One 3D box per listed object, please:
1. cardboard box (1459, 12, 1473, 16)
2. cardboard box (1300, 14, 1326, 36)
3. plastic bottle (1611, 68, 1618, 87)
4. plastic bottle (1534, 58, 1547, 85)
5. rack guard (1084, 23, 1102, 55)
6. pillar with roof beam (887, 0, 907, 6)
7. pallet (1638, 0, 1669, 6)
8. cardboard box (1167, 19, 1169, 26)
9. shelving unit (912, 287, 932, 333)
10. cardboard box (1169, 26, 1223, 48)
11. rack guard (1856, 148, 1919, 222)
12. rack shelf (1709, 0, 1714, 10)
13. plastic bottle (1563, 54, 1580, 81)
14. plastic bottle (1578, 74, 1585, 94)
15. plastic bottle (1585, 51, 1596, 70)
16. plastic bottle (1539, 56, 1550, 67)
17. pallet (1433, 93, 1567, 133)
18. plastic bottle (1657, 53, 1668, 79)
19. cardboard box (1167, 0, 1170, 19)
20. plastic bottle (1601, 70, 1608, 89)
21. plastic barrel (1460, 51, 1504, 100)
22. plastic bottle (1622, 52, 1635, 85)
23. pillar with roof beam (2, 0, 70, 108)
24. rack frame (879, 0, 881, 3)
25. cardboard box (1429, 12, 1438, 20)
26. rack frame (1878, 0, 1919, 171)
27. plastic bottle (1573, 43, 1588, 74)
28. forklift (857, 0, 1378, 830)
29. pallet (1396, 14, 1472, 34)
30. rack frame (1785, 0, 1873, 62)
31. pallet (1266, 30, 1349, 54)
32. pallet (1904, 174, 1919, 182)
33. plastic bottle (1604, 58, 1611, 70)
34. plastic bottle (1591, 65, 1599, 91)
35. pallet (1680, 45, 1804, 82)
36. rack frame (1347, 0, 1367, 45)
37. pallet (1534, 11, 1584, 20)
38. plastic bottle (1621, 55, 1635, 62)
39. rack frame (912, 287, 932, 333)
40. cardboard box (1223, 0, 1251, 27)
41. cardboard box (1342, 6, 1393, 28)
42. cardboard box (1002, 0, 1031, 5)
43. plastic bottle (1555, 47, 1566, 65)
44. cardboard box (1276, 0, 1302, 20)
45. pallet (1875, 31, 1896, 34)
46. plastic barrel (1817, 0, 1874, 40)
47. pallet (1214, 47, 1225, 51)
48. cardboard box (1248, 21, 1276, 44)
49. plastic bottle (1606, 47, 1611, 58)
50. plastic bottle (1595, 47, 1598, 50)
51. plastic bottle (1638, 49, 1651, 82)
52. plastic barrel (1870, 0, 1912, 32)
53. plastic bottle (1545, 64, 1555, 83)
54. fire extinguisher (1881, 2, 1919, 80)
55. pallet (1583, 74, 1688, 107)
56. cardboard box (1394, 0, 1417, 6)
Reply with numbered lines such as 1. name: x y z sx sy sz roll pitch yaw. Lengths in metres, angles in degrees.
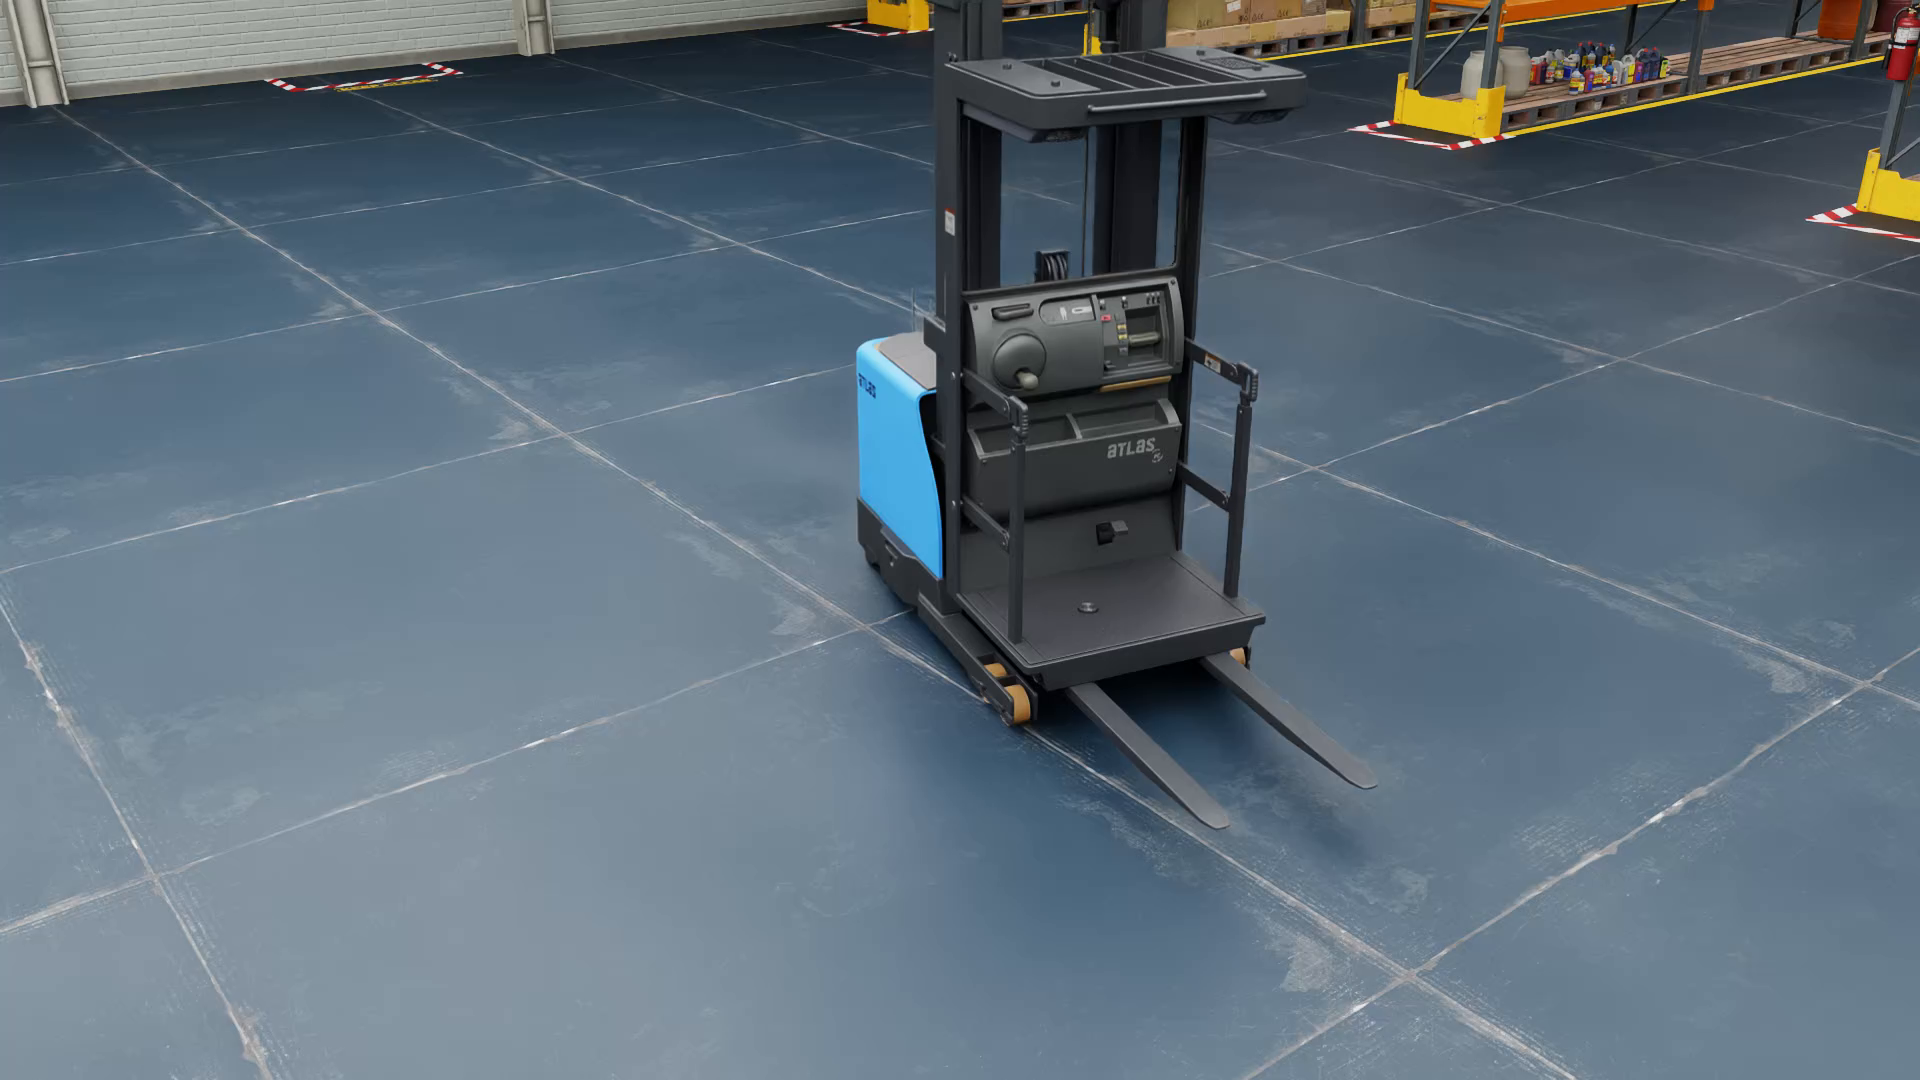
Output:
1. cardboard box: 7.309 -7.885 24.444 0.500 0.250 0.500 -17 30 -33
2. cardboard box: 4.596 -7.009 22.556 0.500 0.250 0.500 -18 31 -34
3. plastic bottle: 7.339 -5.196 18.684 0.097 0.201 0.097 0 25 0
4. plastic bottle: 6.587 -5.315 18.843 0.133 0.283 0.061 -18 31 -34
5. rack guard: 2.059 -6.206 21.028 0.348 0.500 1.175 -18 31 -34
6. pillar with roof beam: 1.692 -10.749 20.722 0.400 9.000 9.100 -18 31 -34
7. pallet: 10.904 -8.974 27.336 1.213 0.211 1.003 -18 31 -34
8. cardboard box: 2.703 -6.660 21.805 0.500 0.250 0.500 -18 31 -34
9. shelving unit: -0.097 -0.649 8.222 0.189 1.200 0.258 -10 27 -21
10. cardboard box: 3.028 -6.486 21.429 0.500 0.250 0.500 -18 31 -34
11. rack guard: 8.247 -2.949 14.011 0.348 0.500 1.175 -18 31 -34
12. rack shelf: 9.853 -6.936 20.487 4.000 0.370 1.077 -18 31 -34
13. plastic bottle: 7.016 -5.433 19.106 0.135 0.276 0.152 -18 31 -34
14. plastic bottle: 6.832 -5.029 18.324 0.097 0.201 0.097 0 25 0
15. plastic bottle: 7.348 -5.555 19.375 0.097 0.271 0.097 0 25 0
16. plastic bottle: 6.630 -5.383 18.998 0.135 0.276 0.152 -19 31 -35
17. pallet: 5.805 -4.684 18.091 1.213 0.211 1.003 -18 31 -34
18. plastic bottle: 8.104 -5.476 19.191 0.133 0.283 0.061 -17 30 -32
19. cardboard box: 3.094 -7.132 21.930 0.500 0.500 0.500 -18 31 -34
20. plastic bottle: 7.177 -5.143 18.569 0.097 0.201 0.097 0 25 0
21. plastic barrel: 5.602 -4.962 17.836 0.421 0.512 0.421 0 25 0
22. plastic bottle: 7.545 -5.345 18.827 0.185 0.351 0.144 -18 31 -34
23. pillar with roof beam: -7.751 -7.632 14.006 0.400 9.000 9.100 -18 31 -34
24. rack frame: -0.982 -8.986 24.049 0.127 3.000 1.000 -18 31 -34
25. cardboard box: 6.505 -7.619 23.870 0.500 0.250 0.500 -19 31 -36
26. rack frame: 8.188 -4.063 13.442 0.127 3.000 1.000 -18 31 -34
27. plastic bottle: 7.239 -5.620 19.420 0.185 0.351 0.144 -20 31 -36
28. forklift: 0.561 -0.791 6.472 1.130 2.935 3.031 -10 27 -21
29. pallet: 6.742 -7.643 24.468 1.213 0.211 1.003 -18 31 -34
30. rack frame: 11.427 -7.782 21.455 0.127 3.000 1.000 -18 31 -34
31. pallet: 4.574 -6.927 22.926 1.213 0.211 1.003 -18 31 -34
32. pallet: 8.909 -3.017 14.501 1.213 0.211 1.003 -18 31 -34
33. plastic bottle: 7.348 -5.308 18.829 0.133 0.283 0.061 -18 31 -34
34. plastic bottle: 7.020 -5.123 18.443 0.097 0.271 0.097 0 25 0
35. pallet: 9.834 -6.014 20.957 1.213 0.211 1.003 -18 31 -34
36. rack frame: 5.225 -8.385 22.754 0.127 3.000 1.000 -18 31 -34
37. pallet: 8.984 -8.341 25.971 1.213 0.211 1.003 -18 31 -34
38. plastic bottle: 7.688 -5.437 19.115 0.135 0.276 0.152 -18 31 -34
39. rack frame: -0.181 -0.633 8.189 0.006 1.200 0.240 -10 27 -21
40. cardboard box: 3.415 -6.960 21.559 0.500 0.500 0.500 -18 31 -34
41. cardboard box: 5.696 -7.351 23.293 0.500 0.250 0.500 -19 31 -35
42. cardboard box: 0.675 -8.524 25.499 0.500 0.500 0.700 -21 32 -37
43. plastic bottle: 6.905 -5.509 19.182 0.185 0.351 0.144 -19 31 -34
44. cardboard box: 4.204 -7.218 22.117 0.500 0.500 0.500 -18 31 -34
45. pallet: 12.981 -7.051 23.192 1.213 0.211 1.003 -18 31 -34
46. plastic barrel: 11.801 -7.121 22.109 0.708 0.830 0.600 -18 31 -34
47. pallet: 2.654 -6.294 21.560 1.213 0.211 1.003 -18 31 -34
48. cardboard box: 3.818 -6.744 21.985 0.500 0.250 0.500 -18 31 -34
49. plastic bottle: 7.586 -5.645 19.554 0.133 0.283 0.061 -18 31 -34
50. plastic bottle: 7.520 -5.677 19.631 0.135 0.276 0.152 -17 30 -32
51. plastic bottle: 7.799 -5.428 19.008 0.185 0.351 0.144 -20 32 -37
52. plastic barrel: 12.690 -7.305 22.792 0.708 0.588 0.600 -18 31 -34
53. plastic bottle: 6.722 -5.313 18.935 0.097 0.201 0.097 0 25 0
54. fire extinguisher: 7.813 -4.151 13.723 0.183 0.674 0.296 -18 31 -34
55. pallet: 7.725 -5.318 19.457 1.213 0.211 1.003 -18 31 -34
56. cardboard box: 6.101 -7.736 23.456 0.500 0.311 0.500 -19 31 -35
